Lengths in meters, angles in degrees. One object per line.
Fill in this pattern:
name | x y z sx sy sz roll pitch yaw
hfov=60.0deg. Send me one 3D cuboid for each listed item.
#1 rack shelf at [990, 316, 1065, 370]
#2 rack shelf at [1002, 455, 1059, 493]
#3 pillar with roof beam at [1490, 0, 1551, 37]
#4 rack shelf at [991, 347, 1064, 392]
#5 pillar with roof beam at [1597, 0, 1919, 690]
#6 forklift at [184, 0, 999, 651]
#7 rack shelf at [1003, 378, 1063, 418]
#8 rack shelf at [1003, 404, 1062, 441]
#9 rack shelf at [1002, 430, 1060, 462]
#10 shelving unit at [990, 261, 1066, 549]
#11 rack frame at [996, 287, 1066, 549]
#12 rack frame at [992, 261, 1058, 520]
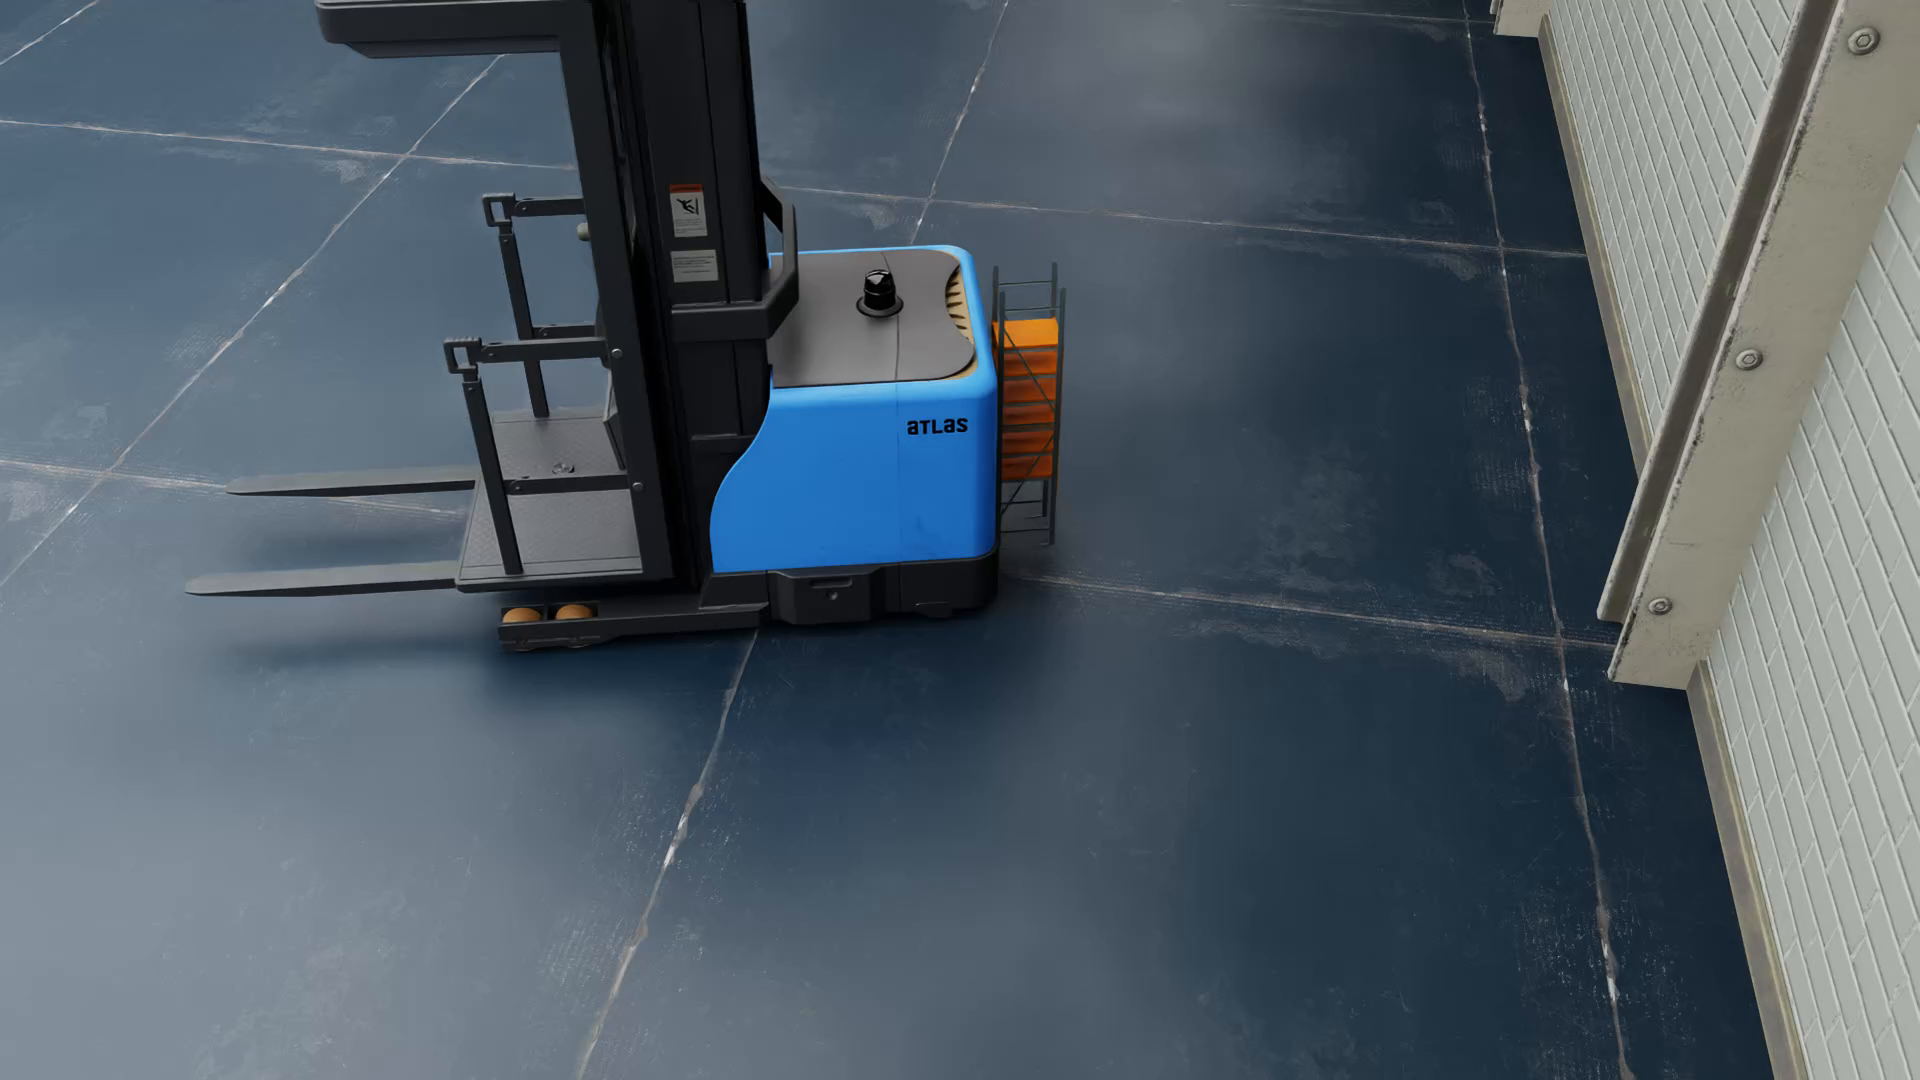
rack shelf | 0.250 -0.736 6.204 0.258 0.103 0.180 -4 40 -5
rack shelf | 0.250 -0.274 6.586 0.258 0.103 0.180 -4 40 -5
pillar with roof beam | -0.624 -7.298 8.515 9.100 9.000 0.400 6 40 8
rack shelf | 0.250 -0.644 6.280 0.258 0.103 0.180 -4 40 -5
pillar with roof beam | -1.663 -3.533 3.960 9.100 9.000 0.400 6 40 8
forklift | -1.402 -1.066 5.739 3.031 2.935 1.130 -3 40 -4
rack shelf | 0.250 -0.551 6.357 0.258 0.103 0.180 -4 40 -5
rack shelf | 0.250 -0.459 6.433 0.258 0.103 0.180 -4 40 -5
rack shelf | 0.250 -0.367 6.510 0.258 0.103 0.180 -4 40 -5
shelving unit | 0.250 -0.493 6.405 0.258 1.200 0.189 -4 40 -5
rack frame | 0.261 -0.435 6.335 0.240 1.200 0.006 -4 40 -5
rack frame | 0.240 -0.551 6.475 0.240 1.200 0.006 -4 40 -5
